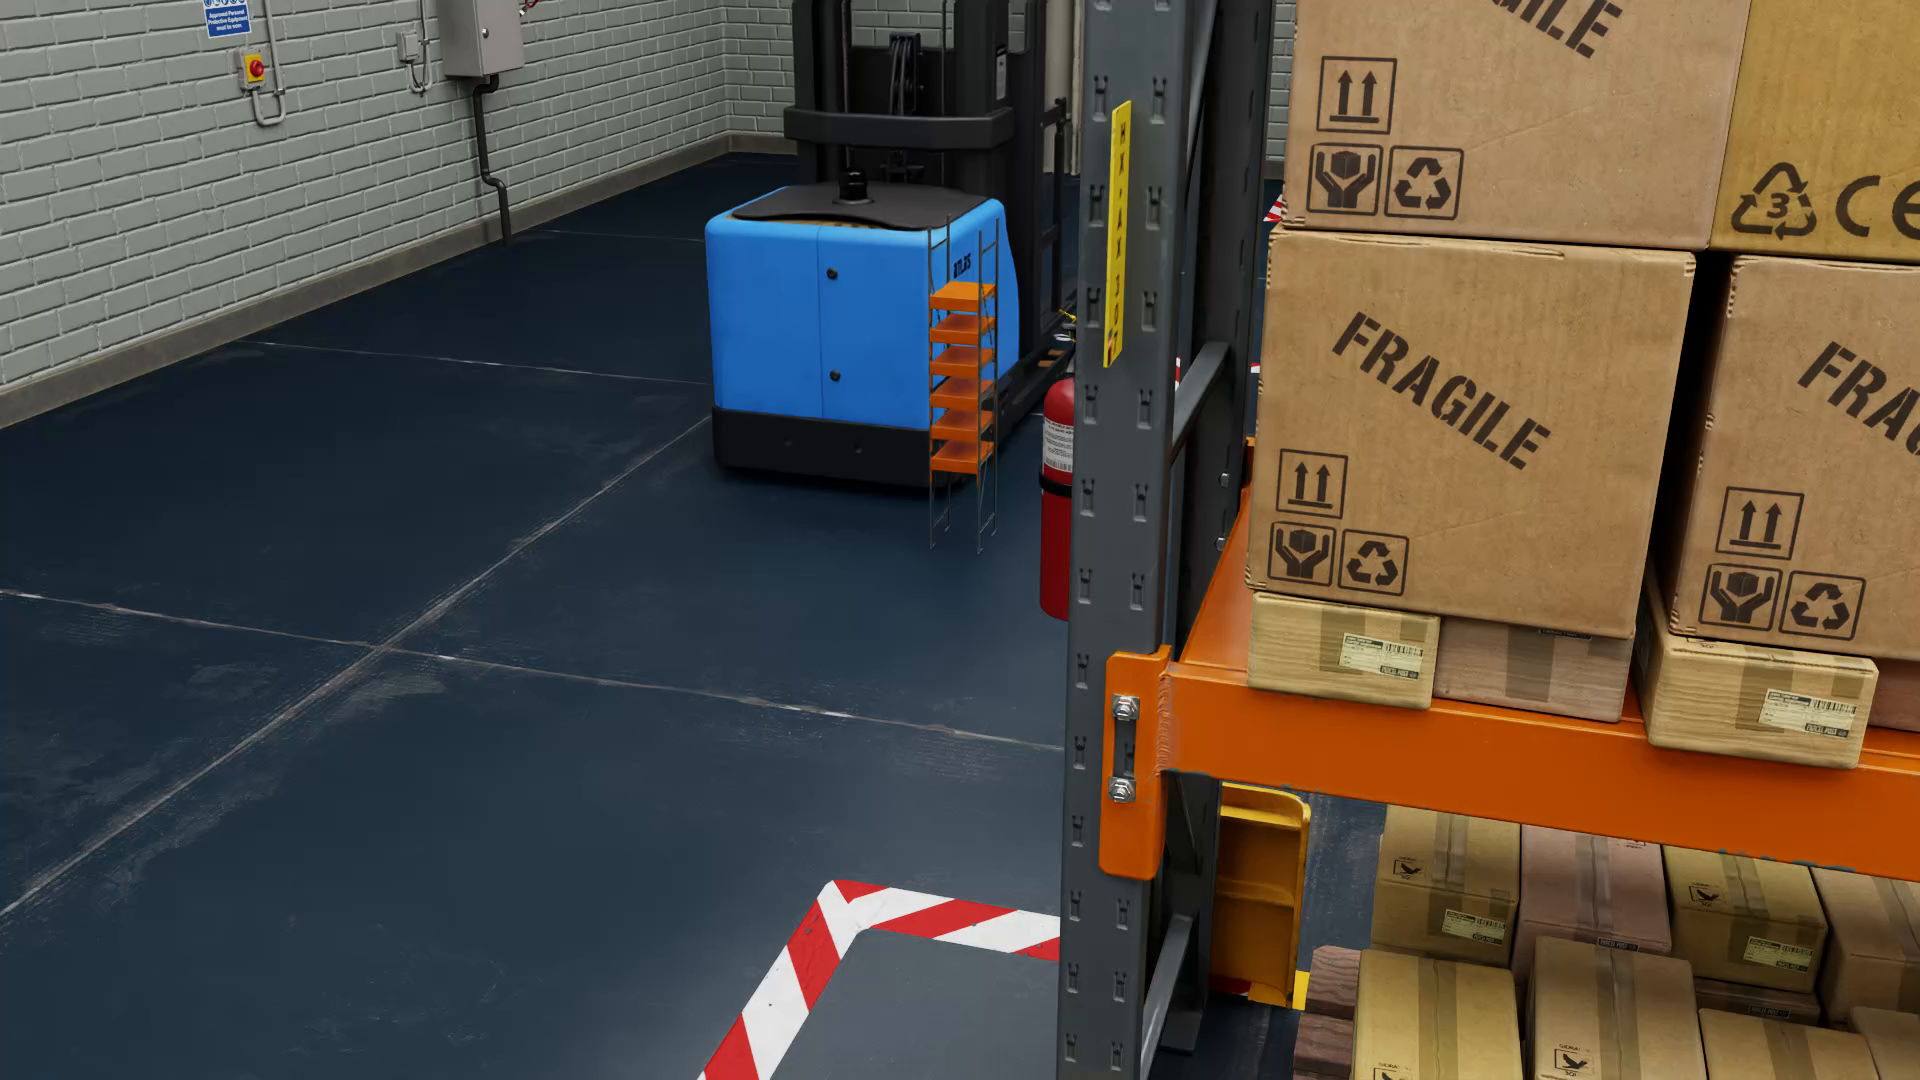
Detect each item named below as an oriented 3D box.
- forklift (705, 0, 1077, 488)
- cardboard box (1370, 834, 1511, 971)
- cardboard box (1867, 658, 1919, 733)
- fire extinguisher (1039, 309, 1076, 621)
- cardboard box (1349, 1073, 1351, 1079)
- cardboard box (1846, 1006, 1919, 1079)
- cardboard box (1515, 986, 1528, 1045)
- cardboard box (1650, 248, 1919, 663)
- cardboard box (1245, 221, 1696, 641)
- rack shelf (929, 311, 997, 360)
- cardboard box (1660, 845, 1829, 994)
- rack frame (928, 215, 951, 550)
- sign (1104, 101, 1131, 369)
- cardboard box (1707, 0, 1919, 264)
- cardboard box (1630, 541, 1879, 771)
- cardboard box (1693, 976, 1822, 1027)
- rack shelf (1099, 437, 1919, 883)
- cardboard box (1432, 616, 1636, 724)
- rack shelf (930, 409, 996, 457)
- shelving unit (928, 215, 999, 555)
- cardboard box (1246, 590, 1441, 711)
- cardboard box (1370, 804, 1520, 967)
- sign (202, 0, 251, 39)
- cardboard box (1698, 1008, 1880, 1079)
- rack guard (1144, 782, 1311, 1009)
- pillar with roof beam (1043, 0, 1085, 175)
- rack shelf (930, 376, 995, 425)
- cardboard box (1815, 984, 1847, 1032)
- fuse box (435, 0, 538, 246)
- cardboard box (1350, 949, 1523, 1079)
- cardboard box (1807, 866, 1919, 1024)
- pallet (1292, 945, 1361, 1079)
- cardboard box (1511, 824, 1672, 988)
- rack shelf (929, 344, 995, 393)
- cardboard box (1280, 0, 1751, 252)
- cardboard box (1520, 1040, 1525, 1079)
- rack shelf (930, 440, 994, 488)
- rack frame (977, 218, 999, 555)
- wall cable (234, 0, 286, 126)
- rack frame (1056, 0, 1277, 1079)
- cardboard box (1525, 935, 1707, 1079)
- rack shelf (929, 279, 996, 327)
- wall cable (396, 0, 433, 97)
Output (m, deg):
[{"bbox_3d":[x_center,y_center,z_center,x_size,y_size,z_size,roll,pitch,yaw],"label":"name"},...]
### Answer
[{"bbox_3d":[-0.087,-2.092,7.507,1.130,2.935,3.031,7,23,16],"label":"forklift"},{"bbox_3d":[0.946,0.756,3.286,0.250,0.149,0.380,6,23,14],"label":"cardboard box"},{"bbox_3d":[1.359,0.126,2.341,0.250,0.149,0.380,8,24,18],"label":"cardboard box"},{"bbox_3d":[0.250,-0.172,3.331,0.183,0.674,0.296,7,23,16],"label":"fire extinguisher"},{"bbox_3d":[0.786,0.953,2.807,0.250,0.149,0.380,8,23,18],"label":"cardboard box"},{"bbox_3d":[1.526,0.903,2.536,0.250,0.149,0.380,5,23,13],"label":"cardboard box"},{"bbox_3d":[1.181,0.804,3.168,0.250,0.149,0.380,6,23,14],"label":"cardboard box"},{"bbox_3d":[1.228,-0.170,2.208,0.500,0.500,0.500,7,23,16],"label":"cardboard box"},{"bbox_3d":[0.708,-0.220,2.329,0.500,0.500,0.500,8,24,18],"label":"cardboard box"},{"bbox_3d":[0.014,-0.734,5.964,0.180,0.103,0.258,7,23,16],"label":"rack shelf"},{"bbox_3d":[1.447,0.661,3.126,0.250,0.149,0.380,6,23,14],"label":"cardboard box"},{"bbox_3d":[-0.074,-0.564,6.063,0.006,1.200,0.240,7,23,16],"label":"rack frame"},{"bbox_3d":[0.202,-0.389,2.124,0.005,0.325,0.100,7,23,16],"label":"sign"},{"bbox_3d":[1.196,-0.633,2.020,0.500,0.500,0.500,7,23,17],"label":"cardboard box"},{"bbox_3d":[1.071,0.147,2.289,0.250,0.149,0.380,6,23,14],"label":"cardboard box"},{"bbox_3d":[1.444,0.812,3.148,0.250,0.149,0.380,6,23,13],"label":"cardboard box"},{"bbox_3d":[2.273,0.367,2.371,4.000,0.370,1.077,7,23,16],"label":"rack shelf"},{"bbox_3d":[0.829,0.098,2.408,0.250,0.149,0.380,7,23,17],"label":"cardboard box"},{"bbox_3d":[0.014,-0.401,6.101,0.180,0.103,0.258,7,23,16],"label":"rack shelf"},{"bbox_3d":[0.014,-0.554,6.038,0.189,1.200,0.258,7,23,16],"label":"shelving unit"},{"bbox_3d":[0.574,0.086,2.440,0.250,0.149,0.380,6,23,15],"label":"cardboard box"},{"bbox_3d":[0.938,0.630,3.200,0.250,0.149,0.380,7,23,16],"label":"cardboard box"},{"bbox_3d":[-3.786,-2.719,8.589,0.001,0.218,0.327,7,23,16],"label":"sign"},{"bbox_3d":[1.264,0.906,2.529,0.250,0.149,0.380,6,23,15],"label":"cardboard box"},{"bbox_3d":[0.431,0.980,3.223,0.348,0.500,1.175,7,23,16],"label":"rack guard"},{"bbox_3d":[-0.443,-5.633,8.145,0.400,9.000,9.100,7,23,16],"label":"pillar with roof beam"},{"bbox_3d":[0.014,-0.512,6.055,0.180,0.103,0.258,7,23,16],"label":"rack shelf"},{"bbox_3d":[1.671,0.879,2.985,0.250,0.149,0.380,6,23,15],"label":"cardboard box"},{"bbox_3d":[-2.967,-2.756,10.733,0.414,1.711,0.539,7,23,16],"label":"fuse box"},{"bbox_3d":[0.762,0.845,2.677,0.250,0.149,0.380,5,23,13],"label":"cardboard box"},{"bbox_3d":[1.676,0.712,3.000,0.250,0.149,0.380,6,23,13],"label":"cardboard box"},{"bbox_3d":[1.198,1.215,3.029,1.213,0.211,1.003,7,23,16],"label":"pallet"},{"bbox_3d":[1.162,0.679,3.082,0.250,0.149,0.380,7,23,17],"label":"cardboard box"},{"bbox_3d":[0.014,-0.623,6.010,0.180,0.103,0.258,7,23,16],"label":"rack shelf"},{"bbox_3d":[0.711,-0.686,2.149,0.500,0.500,0.500,6,23,15],"label":"cardboard box"},{"bbox_3d":[1.031,1.003,2.683,0.250,0.149,0.380,6,23,15],"label":"cardboard box"},{"bbox_3d":[0.014,-0.290,6.146,0.180,0.103,0.258,7,23,16],"label":"rack shelf"},{"bbox_3d":[0.101,-0.543,6.014,0.006,1.200,0.240,7,23,16],"label":"rack frame"},{"bbox_3d":[-3.714,-3.089,8.468,0.123,1.953,0.585,7,23,16],"label":"wall cable"},{"bbox_3d":[0.358,-0.185,2.769,0.127,3.000,1.000,7,23,16],"label":"rack frame"},{"bbox_3d":[1.060,0.832,2.709,0.250,0.149,0.380,7,23,16],"label":"cardboard box"},{"bbox_3d":[0.014,-0.845,5.919,0.180,0.103,0.258,7,23,16],"label":"rack shelf"},{"bbox_3d":[-3.315,-3.591,9.733,0.122,1.984,0.588,7,23,16],"label":"wall cable"}]
